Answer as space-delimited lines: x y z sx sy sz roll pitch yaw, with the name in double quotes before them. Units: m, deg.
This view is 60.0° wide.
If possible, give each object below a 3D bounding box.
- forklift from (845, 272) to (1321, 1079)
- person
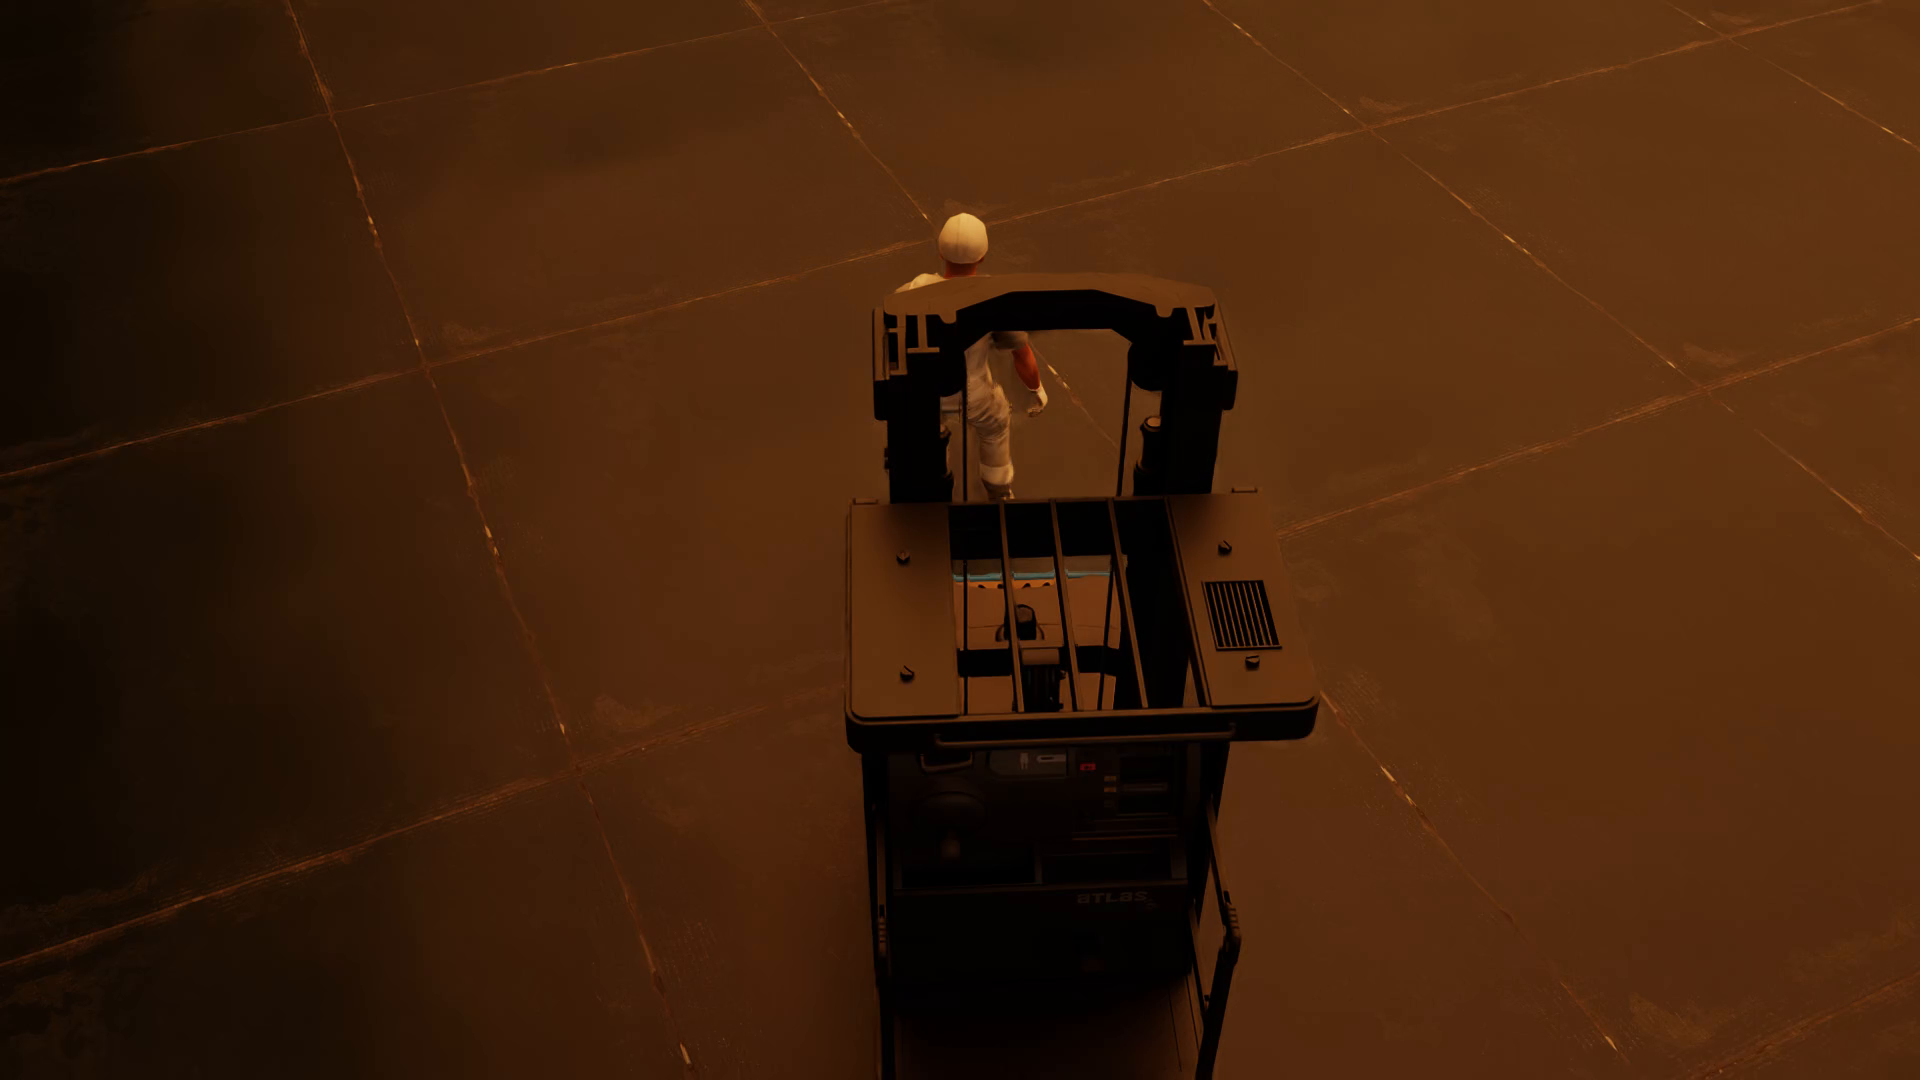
"forklift" 0.263 0.835 4.785 1.130 2.935 3.031 -2 43 -2
"person" 0.001 -0.718 7.342 0.782 1.729 0.470 2 43 2
